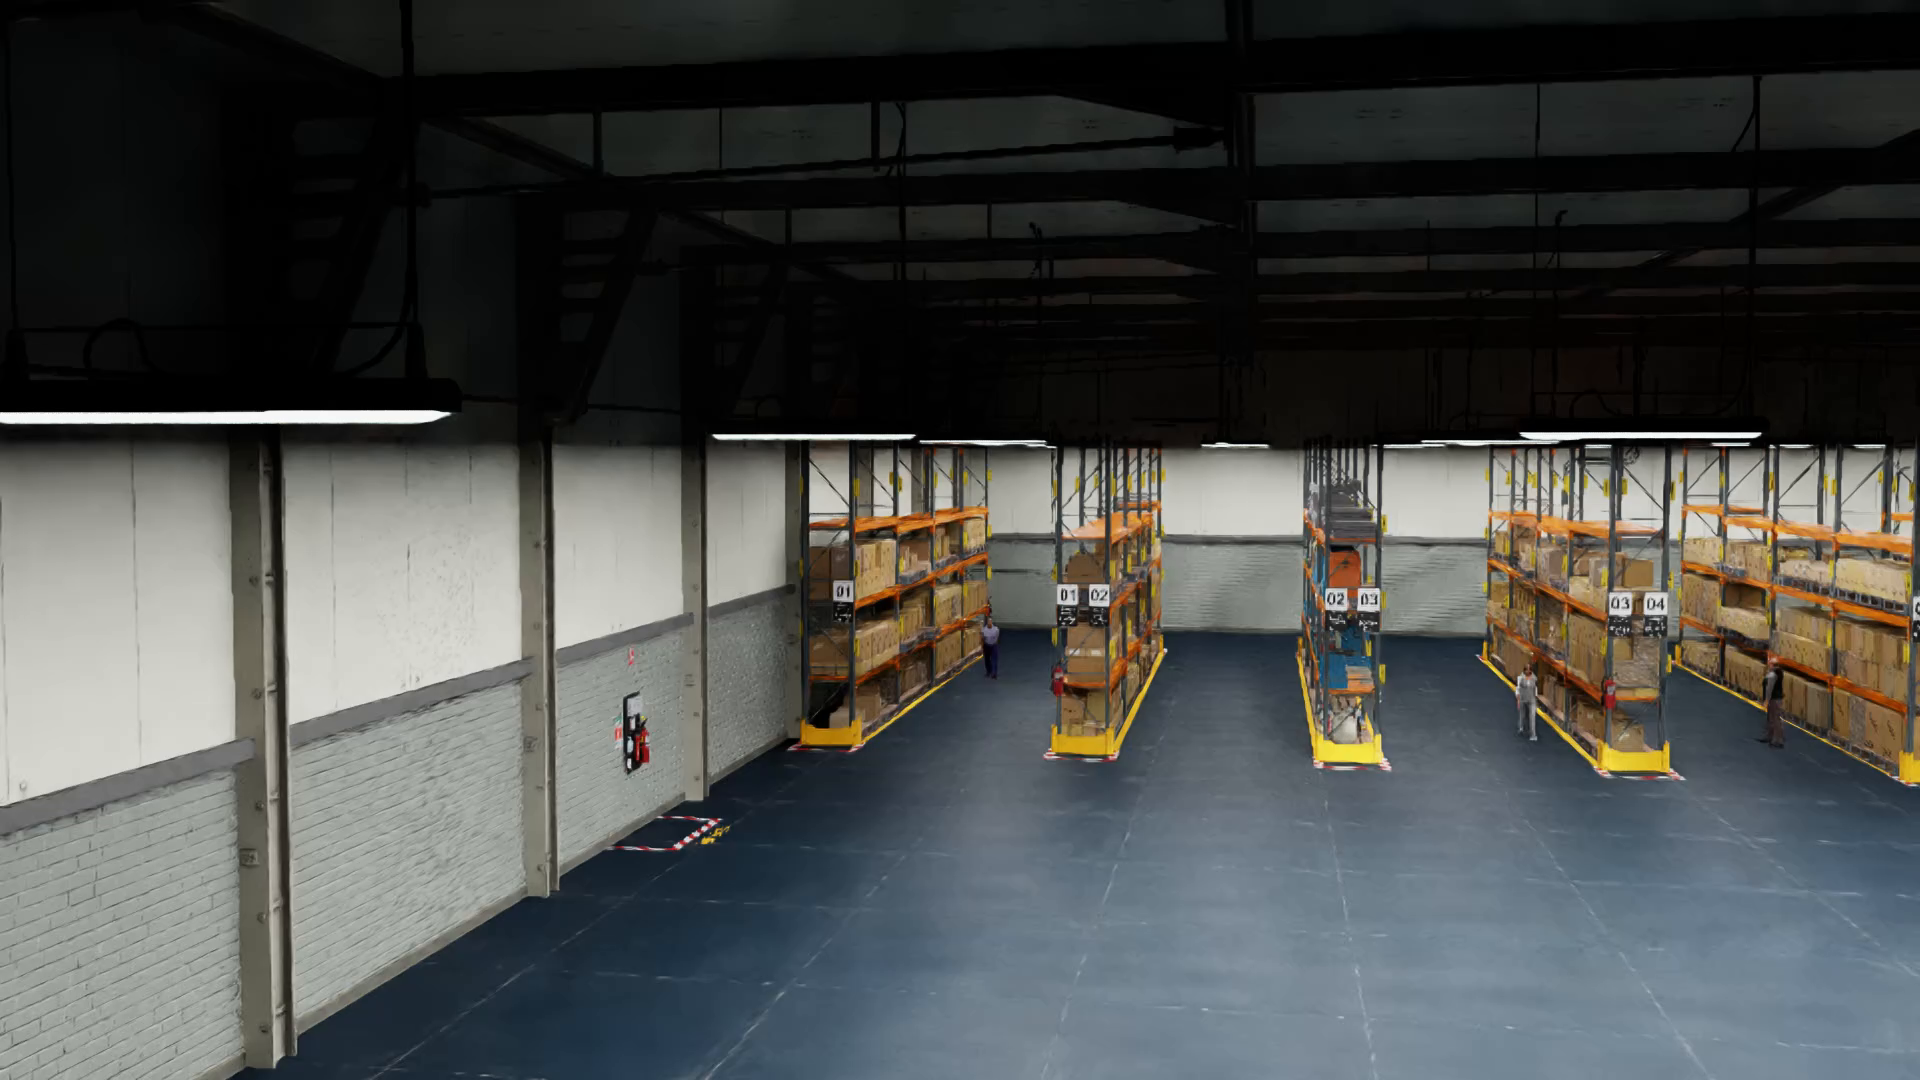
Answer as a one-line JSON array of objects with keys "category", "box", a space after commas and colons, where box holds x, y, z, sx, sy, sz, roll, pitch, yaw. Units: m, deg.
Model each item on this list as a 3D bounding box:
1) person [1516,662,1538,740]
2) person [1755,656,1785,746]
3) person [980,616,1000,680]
[{"category": "person", "box": [11.221, 3.167, 32.941, 0.417, 1.517, 1.036, 1, 3, 13]}, {"category": "person", "box": [15.723, 3.104, 32.228, 0.572, 1.719, 0.618, 2, 4, 38]}, {"category": "person", "box": [0.741, 2.686, 41.518, 0.481, 1.551, 1.091, 0, 3, 8]}]
